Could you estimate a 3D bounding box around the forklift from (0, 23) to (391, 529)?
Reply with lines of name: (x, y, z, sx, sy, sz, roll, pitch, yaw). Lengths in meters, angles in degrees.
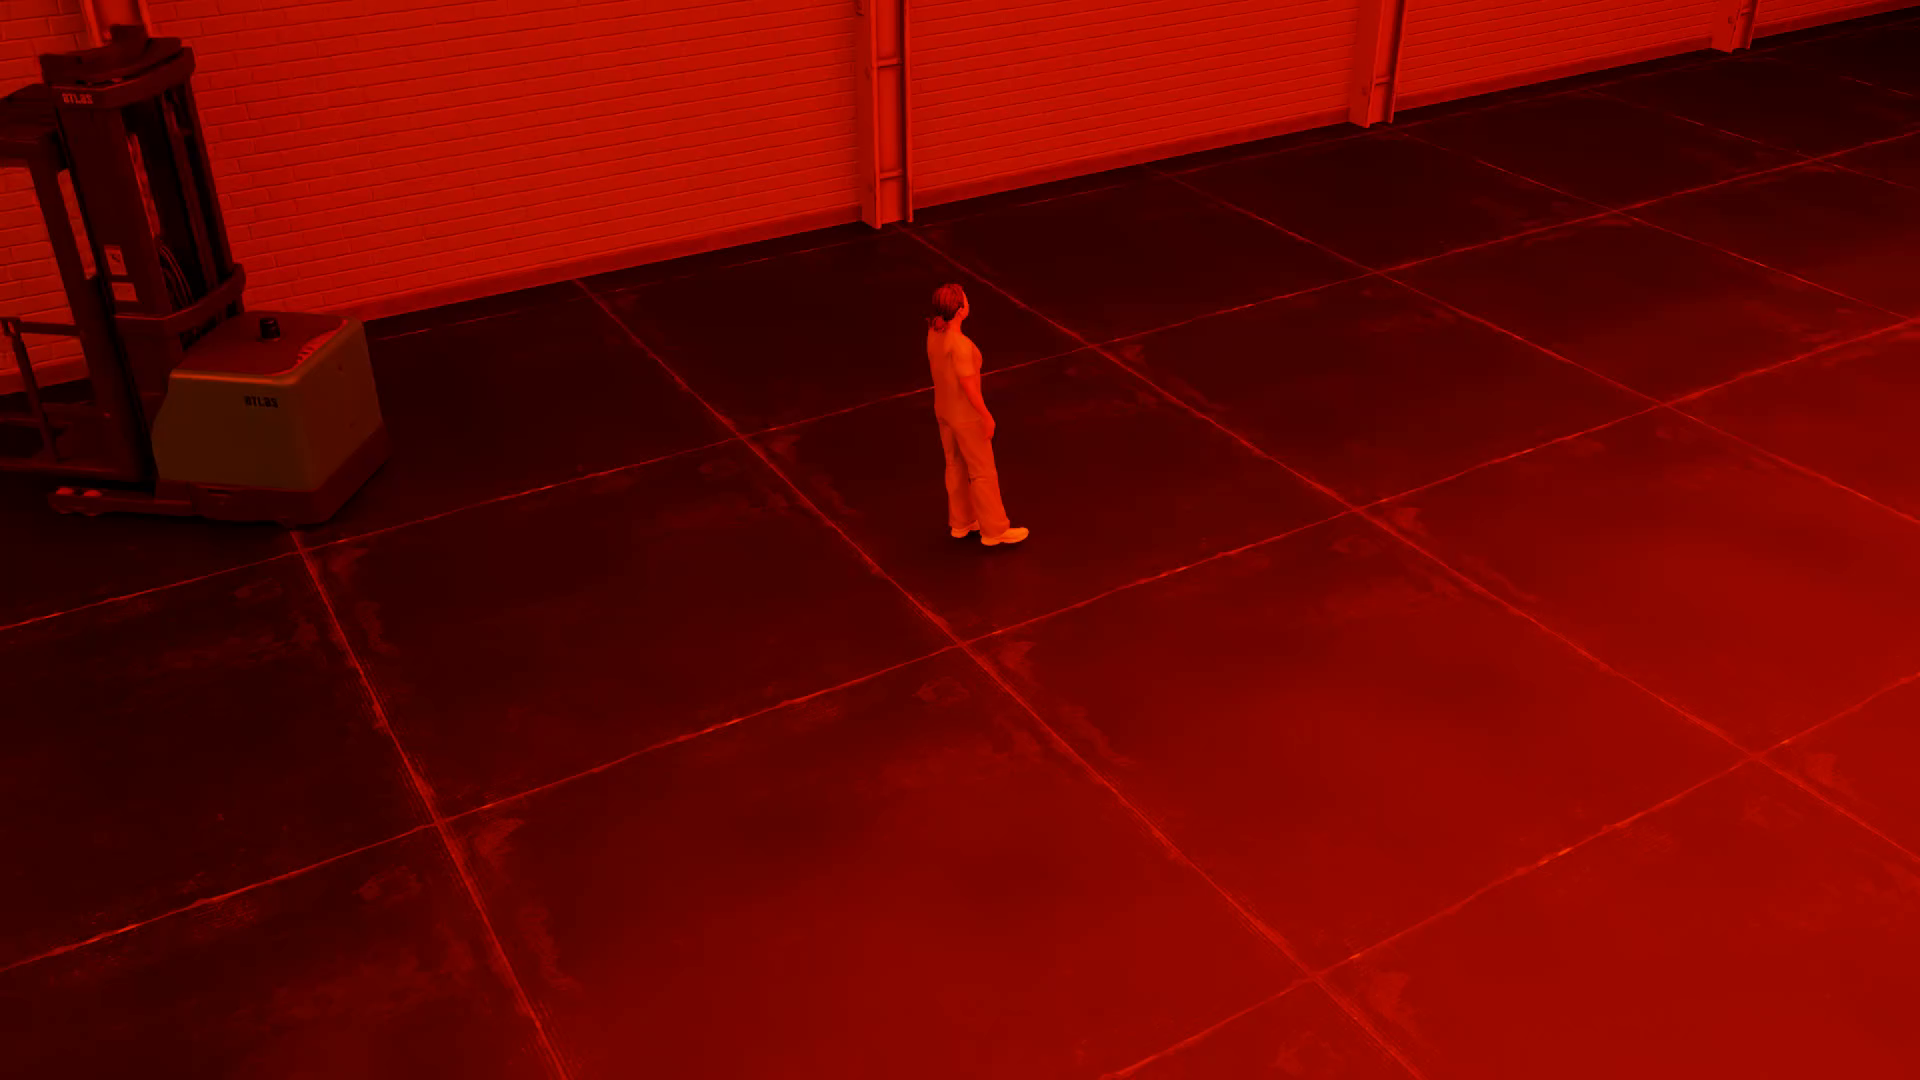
forklift: (-5.440, -1.673, 10.442, 3.031, 2.935, 1.130, 5, 31, 8)

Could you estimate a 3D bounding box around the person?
person: (0.070, -0.773, 10.067, 0.549, 1.675, 0.549, -17, 35, -26)
